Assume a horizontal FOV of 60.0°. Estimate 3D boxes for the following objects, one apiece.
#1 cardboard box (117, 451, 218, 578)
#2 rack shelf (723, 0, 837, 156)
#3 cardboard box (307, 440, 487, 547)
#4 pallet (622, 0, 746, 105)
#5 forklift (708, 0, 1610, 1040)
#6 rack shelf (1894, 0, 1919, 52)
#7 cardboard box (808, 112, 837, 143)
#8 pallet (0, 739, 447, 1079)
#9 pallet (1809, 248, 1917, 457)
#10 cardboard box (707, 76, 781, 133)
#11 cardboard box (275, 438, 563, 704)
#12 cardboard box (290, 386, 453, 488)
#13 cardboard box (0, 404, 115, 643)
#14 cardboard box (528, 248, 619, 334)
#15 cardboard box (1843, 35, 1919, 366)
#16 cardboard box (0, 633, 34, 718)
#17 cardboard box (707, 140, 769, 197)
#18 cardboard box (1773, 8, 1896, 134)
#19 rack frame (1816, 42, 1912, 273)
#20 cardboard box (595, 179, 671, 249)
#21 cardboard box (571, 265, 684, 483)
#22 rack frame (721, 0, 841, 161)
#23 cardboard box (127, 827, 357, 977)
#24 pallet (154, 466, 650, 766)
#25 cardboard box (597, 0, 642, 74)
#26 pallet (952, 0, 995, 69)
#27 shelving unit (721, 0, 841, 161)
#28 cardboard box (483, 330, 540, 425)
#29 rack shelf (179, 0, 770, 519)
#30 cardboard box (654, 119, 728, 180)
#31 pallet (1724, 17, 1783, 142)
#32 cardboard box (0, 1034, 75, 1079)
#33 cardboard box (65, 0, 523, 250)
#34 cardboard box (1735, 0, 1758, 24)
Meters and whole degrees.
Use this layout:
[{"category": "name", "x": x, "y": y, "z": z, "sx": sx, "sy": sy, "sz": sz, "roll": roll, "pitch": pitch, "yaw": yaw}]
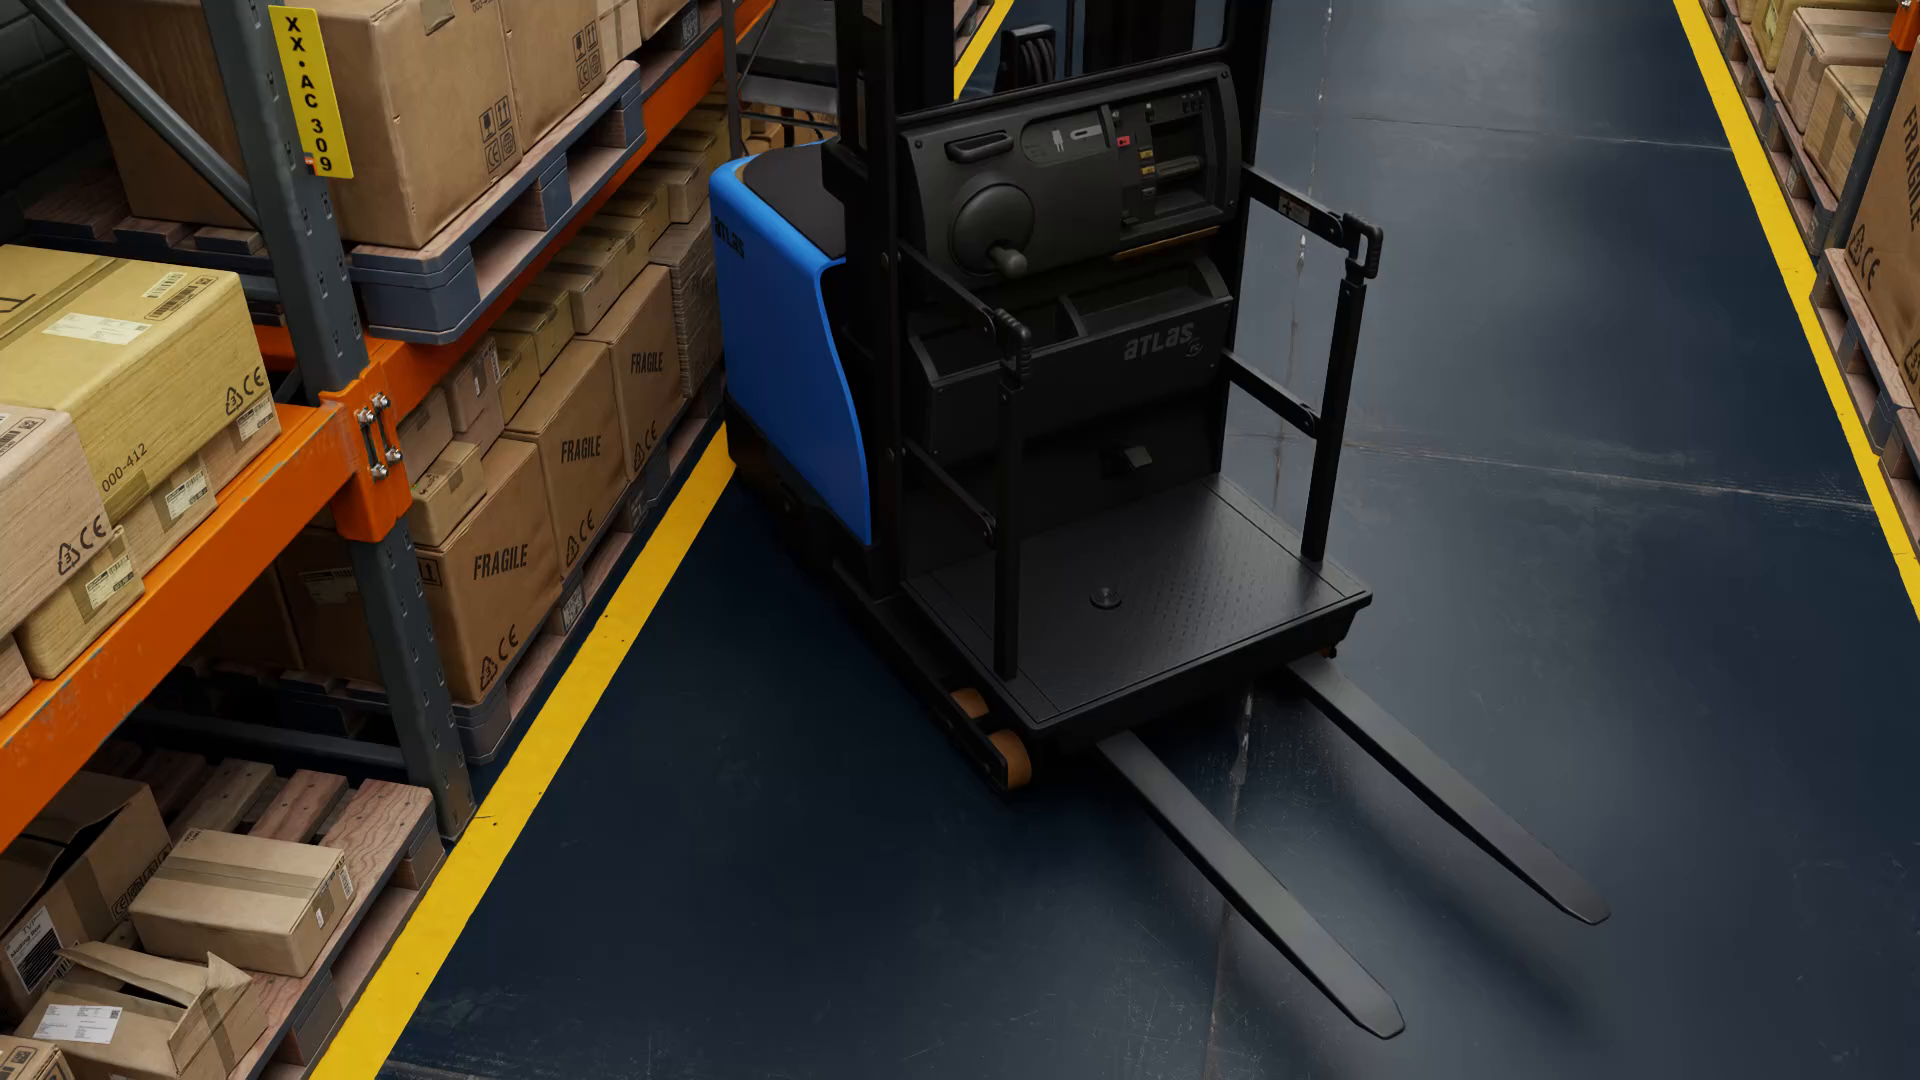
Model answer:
[{"category": "cardboard box", "x": -1.600, "y": -0.077, "z": 3.014, "sx": 0.380, "sy": 0.149, "sz": 0.250, "roll": 8, "pitch": 37, "yaw": 11}, {"category": "rack shelf", "x": -0.480, "y": -1.465, "z": 5.459, "sx": 0.431, "sy": 0.518, "sz": 0.480, "roll": 11, "pitch": 42, "yaw": 10}, {"category": "cardboard box", "x": -1.408, "y": -0.138, "z": 4.104, "sx": 0.380, "sy": 0.149, "sz": 0.250, "roll": 9, "pitch": 37, "yaw": 12}, {"category": "pallet", "x": -1.301, "y": -1.645, "z": 5.127, "sx": 1.003, "sy": 0.211, "sz": 1.213, "roll": 7, "pitch": 37, "yaw": 10}, {"category": "forklift", "x": 0.406, "y": -0.838, "z": 3.908, "sx": 1.130, "sy": 2.935, "sz": 3.031, "roll": -19, "pitch": 40, "yaw": -24}, {"category": "rack shelf", "x": 3.532, "y": -0.780, "z": 4.384, "sx": 1.077, "sy": 0.370, "sz": 4.000, "roll": 7, "pitch": 37, "yaw": 10}, {"category": "cardboard box", "x": -0.771, "y": -1.727, "z": 6.849, "sx": 0.500, "sy": 0.500, "sz": 0.500, "roll": 8, "pitch": 37, "yaw": 11}, {"category": "pallet", "x": -1.892, "y": 0.978, "z": 3.721, "sx": 1.003, "sy": 0.211, "sz": 1.213, "roll": 7, "pitch": 37, "yaw": 10}, {"category": "pallet", "x": 3.718, "y": -0.647, "z": 5.962, "sx": 1.003, "sy": 0.211, "sz": 1.213, "roll": 7, "pitch": 37, "yaw": 10}, {"category": "cardboard box", "x": -0.876, "y": -1.638, "z": 6.174, "sx": 0.380, "sy": 0.149, "sz": 0.250, "roll": 6, "pitch": 36, "yaw": 8}, {"category": "cardboard box", "x": -1.422, "y": 0.048, "z": 4.400, "sx": 0.500, "sy": 0.500, "sz": 0.500, "roll": 9, "pitch": 37, "yaw": 12}, {"category": "cardboard box", "x": -1.467, "y": -0.266, "z": 4.027, "sx": 0.380, "sy": 0.149, "sz": 0.250, "roll": 7, "pitch": 36, "yaw": 9}, {"category": "cardboard box", "x": -1.708, "y": 0.007, "z": 2.559, "sx": 0.500, "sy": 0.250, "sz": 0.500, "roll": 7, "pitch": 37, "yaw": 10}, {"category": "cardboard box", "x": -1.246, "y": -0.752, "z": 4.952, "sx": 0.380, "sy": 0.149, "sz": 0.250, "roll": 7, "pitch": 37, "yaw": 10}, {"category": "cardboard box", "x": 3.731, "y": -1.142, "z": 5.723, "sx": 0.875, "sy": 0.875, "sz": 0.875, "roll": 7, "pitch": 37, "yaw": 10}, {"category": "cardboard box", "x": -1.715, "y": 0.222, "z": 2.602, "sx": 0.380, "sy": 0.149, "sz": 0.250, "roll": 8, "pitch": 37, "yaw": 11}, {"category": "cardboard box", "x": -0.997, "y": -1.141, "z": 6.040, "sx": 0.500, "sy": 0.500, "sz": 0.500, "roll": 9, "pitch": 37, "yaw": 12}, {"category": "cardboard box", "x": 4.240, "y": -2.071, "z": 7.433, "sx": 0.950, "sy": 0.372, "sz": 0.625, "roll": 7, "pitch": 36, "yaw": 9}, {"category": "rack frame", "x": 3.960, "y": -2.218, "z": 5.755, "sx": 1.000, "sy": 3.000, "sz": 0.127, "roll": 7, "pitch": 37, "yaw": 10}, {"category": "cardboard box", "x": -1.161, "y": -1.053, "z": 5.366, "sx": 0.380, "sy": 0.149, "sz": 0.250, "roll": 7, "pitch": 37, "yaw": 10}, {"category": "cardboard box", "x": -1.207, "y": -0.544, "z": 5.217, "sx": 0.500, "sy": 0.500, "sz": 0.500, "roll": 6, "pitch": 36, "yaw": 9}, {"category": "rack frame", "x": -0.544, "y": -1.323, "z": 5.271, "sx": 0.400, "sy": 2.100, "sz": 0.015, "roll": 11, "pitch": 42, "yaw": 10}, {"category": "cardboard box", "x": -1.577, "y": 0.795, "z": 3.668, "sx": 0.380, "sy": 0.149, "sz": 0.250, "roll": 6, "pitch": 36, "yaw": 9}, {"category": "pallet", "x": -1.608, "y": 0.113, "z": 4.914, "sx": 1.003, "sy": 0.211, "sz": 1.213, "roll": 7, "pitch": 37, "yaw": 10}, {"category": "cardboard box", "x": -1.073, "y": -1.409, "z": 4.395, "sx": 0.396, "sy": 0.266, "sz": 0.258, "roll": 9, "pitch": 37, "yaw": 12}, {"category": "pallet", "x": -0.414, "y": -2.874, "z": 9.035, "sx": 1.003, "sy": 0.211, "sz": 1.213, "roll": 7, "pitch": 37, "yaw": 10}, {"category": "shelving unit", "x": -0.480, "y": -1.475, "z": 5.450, "sx": 0.431, "sy": 2.100, "sz": 0.503, "roll": 11, "pitch": 42, "yaw": 10}, {"category": "cardboard box", "x": -1.381, "y": -0.455, "z": 4.541, "sx": 0.380, "sy": 0.149, "sz": 0.250, "roll": 6, "pitch": 36, "yaw": 8}, {"category": "rack shelf", "x": -1.317, "y": -1.400, "z": 5.239, "sx": 1.077, "sy": 0.370, "sz": 4.000, "roll": 7, "pitch": 37, "yaw": 10}, {"category": "cardboard box", "x": -1.029, "y": -1.349, "z": 5.775, "sx": 0.380, "sy": 0.149, "sz": 0.250, "roll": 7, "pitch": 36, "yaw": 9}, {"category": "pallet", "x": 4.391, "y": -2.234, "z": 8.153, "sx": 1.003, "sy": 0.211, "sz": 1.213, "roll": 7, "pitch": 37, "yaw": 10}, {"category": "cardboard box", "x": -1.933, "y": 1.171, "z": 2.850, "sx": 0.700, "sy": 0.500, "sz": 0.500, "roll": 6, "pitch": 36, "yaw": 8}, {"category": "cardboard box", "x": -1.423, "y": -1.005, "z": 3.637, "sx": 0.700, "sy": 0.500, "sz": 0.500, "roll": 8, "pitch": 37, "yaw": 11}, {"category": "cardboard box", "x": 4.554, "y": -2.904, "z": 8.582, "sx": 0.950, "sy": 0.372, "sz": 0.625, "roll": 10, "pitch": 37, "yaw": 13}]
